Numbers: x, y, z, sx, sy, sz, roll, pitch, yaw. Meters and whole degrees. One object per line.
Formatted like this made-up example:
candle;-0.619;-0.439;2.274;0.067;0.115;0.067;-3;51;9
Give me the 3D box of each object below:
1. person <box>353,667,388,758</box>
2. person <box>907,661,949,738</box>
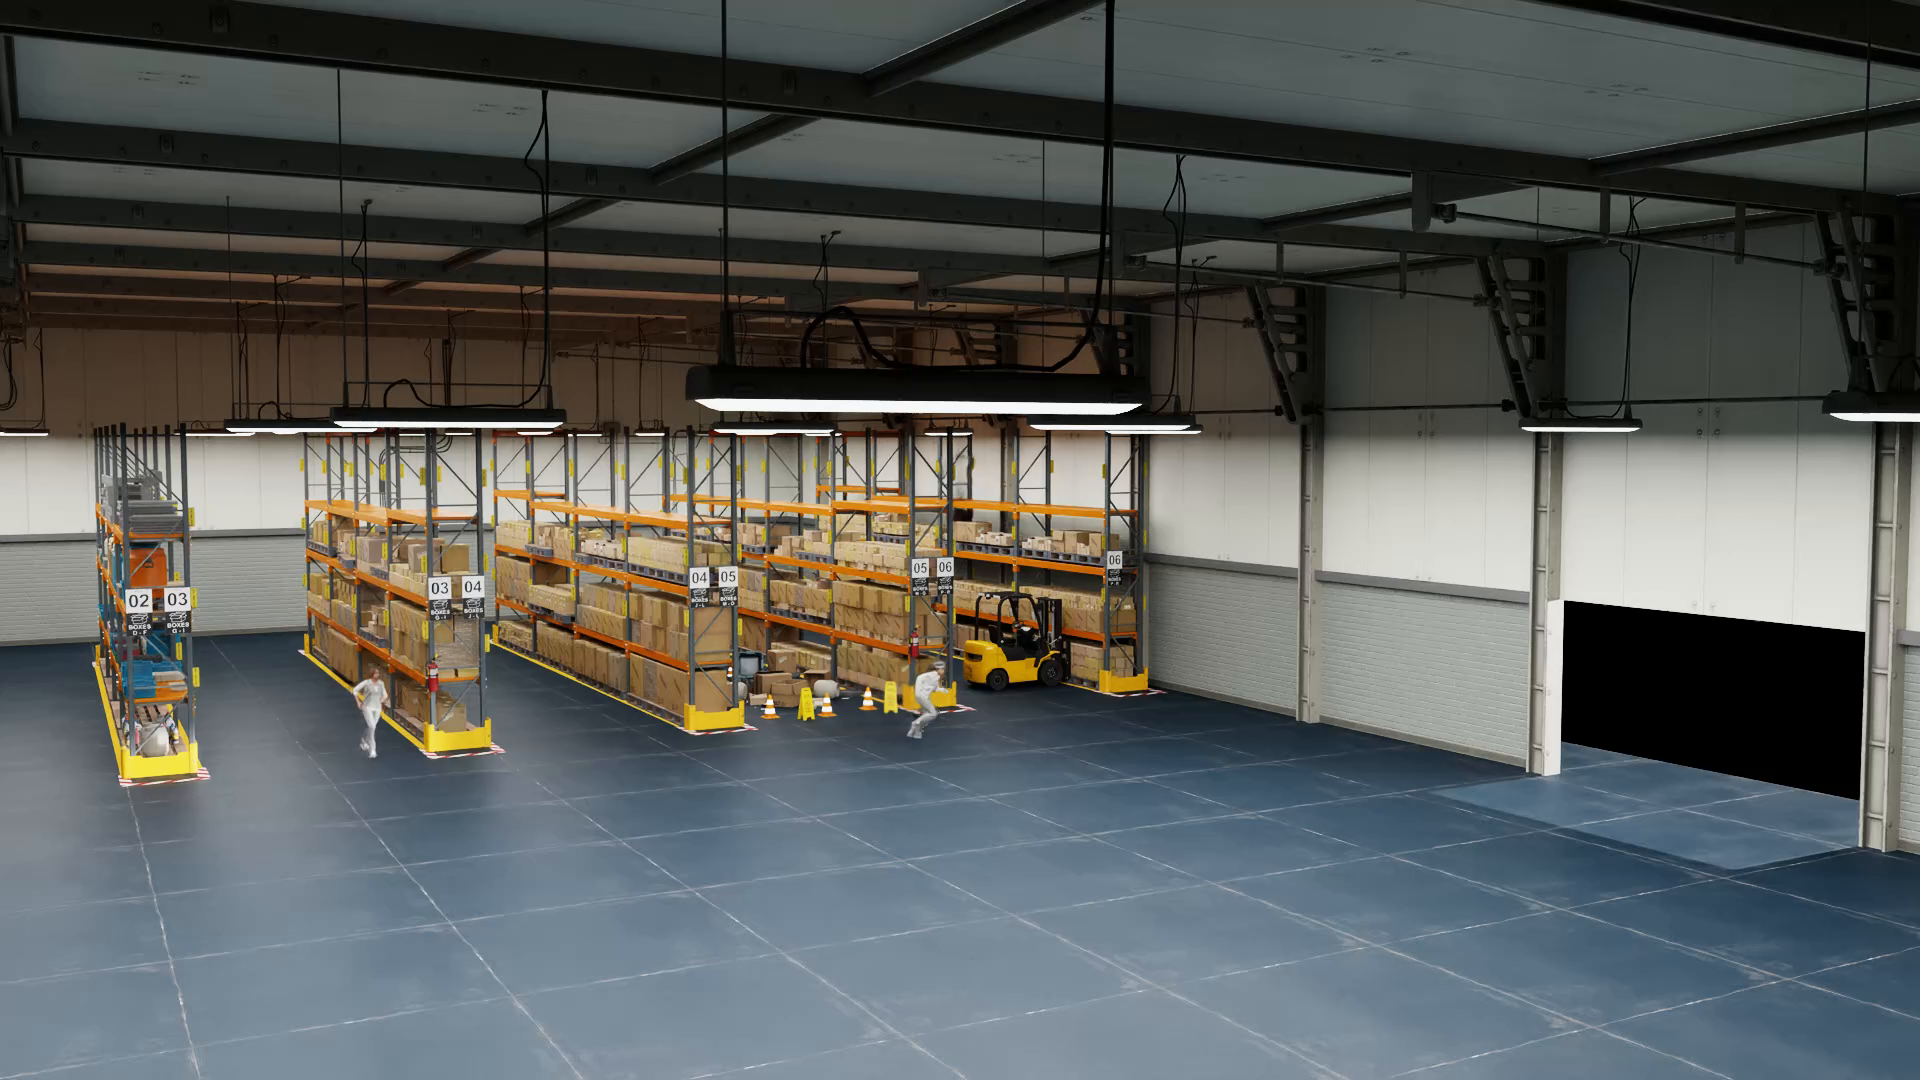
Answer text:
person;-10.680;3.114;30.189;0.744;1.626;0.551;3;5;42
person;-0.625;3.058;31.711;0.822;1.494;0.634;1;4;15
